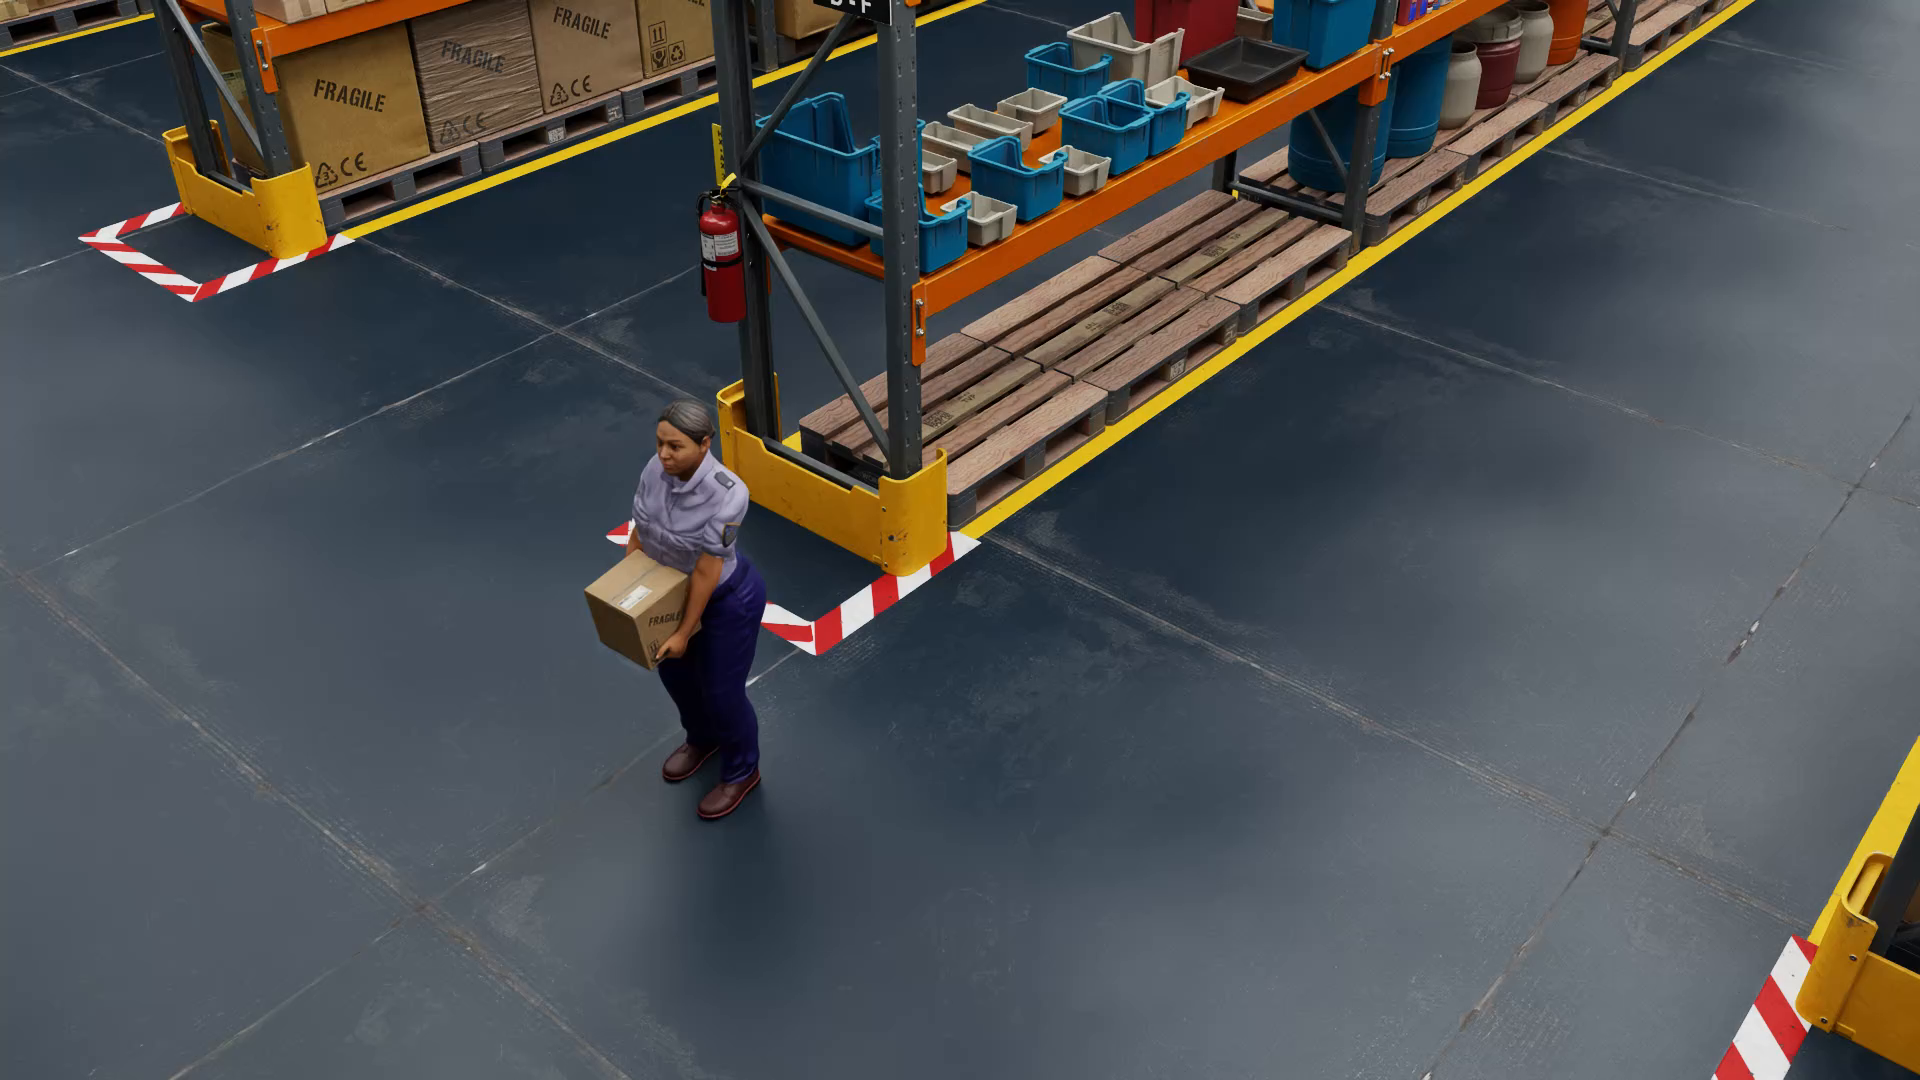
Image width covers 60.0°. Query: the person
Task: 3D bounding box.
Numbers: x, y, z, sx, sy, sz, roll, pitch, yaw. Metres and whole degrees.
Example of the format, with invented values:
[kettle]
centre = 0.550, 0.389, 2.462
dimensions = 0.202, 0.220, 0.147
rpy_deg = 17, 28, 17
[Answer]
[person]
centre = -0.943, 0.255, 5.809
dimensions = 0.435, 1.643, 0.535
rpy_deg = 25, 42, 31
